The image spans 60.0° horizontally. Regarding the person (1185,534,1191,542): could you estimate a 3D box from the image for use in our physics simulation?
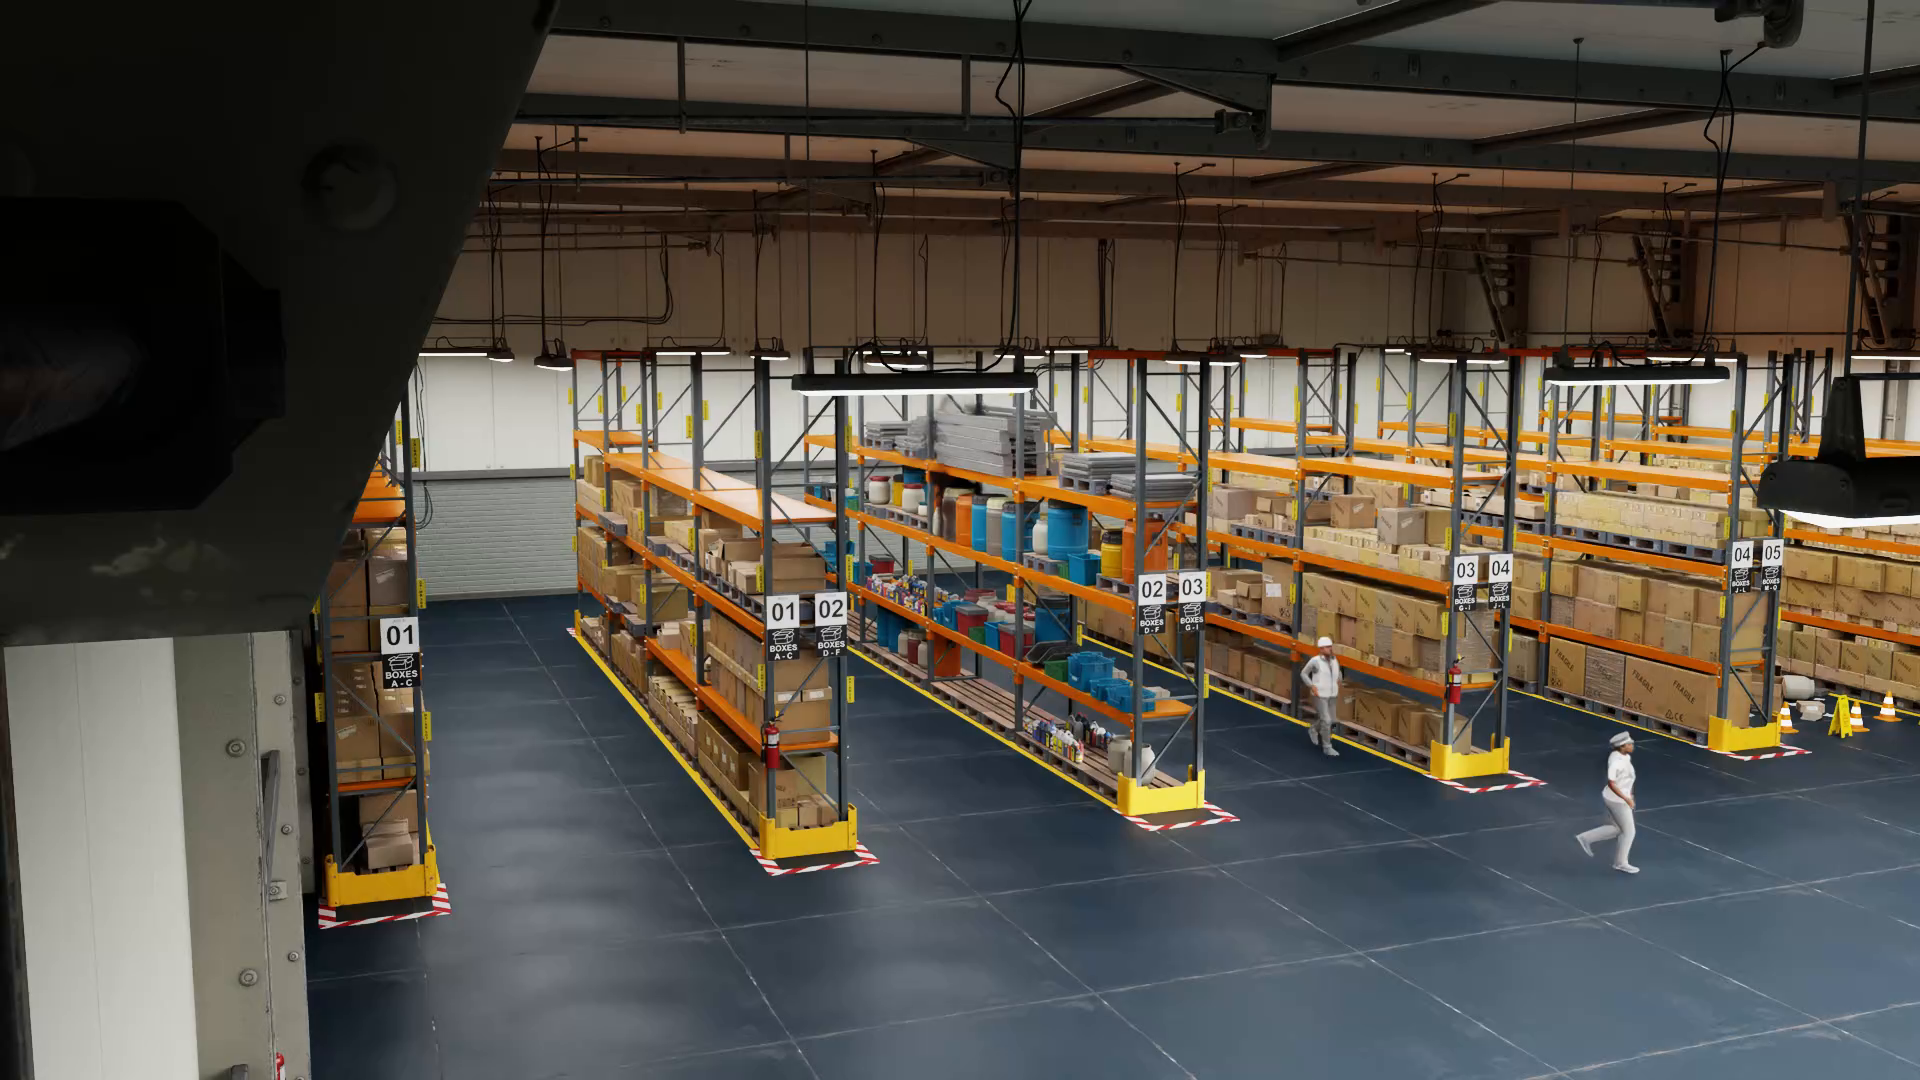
[{"bbox_3d":[5.265,0.703,38.281,0.735,1.732,0.811,-1,7,-8],"label":"person"}]

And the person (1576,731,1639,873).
[{"bbox_3d":[7.685,3.068,19.628,0.693,1.693,0.575,2,7,17],"label":"person"}]

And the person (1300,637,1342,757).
[{"bbox_3d":[5.501,2.335,25.138,0.676,1.761,0.802,-4,8,-27],"label":"person"}]
